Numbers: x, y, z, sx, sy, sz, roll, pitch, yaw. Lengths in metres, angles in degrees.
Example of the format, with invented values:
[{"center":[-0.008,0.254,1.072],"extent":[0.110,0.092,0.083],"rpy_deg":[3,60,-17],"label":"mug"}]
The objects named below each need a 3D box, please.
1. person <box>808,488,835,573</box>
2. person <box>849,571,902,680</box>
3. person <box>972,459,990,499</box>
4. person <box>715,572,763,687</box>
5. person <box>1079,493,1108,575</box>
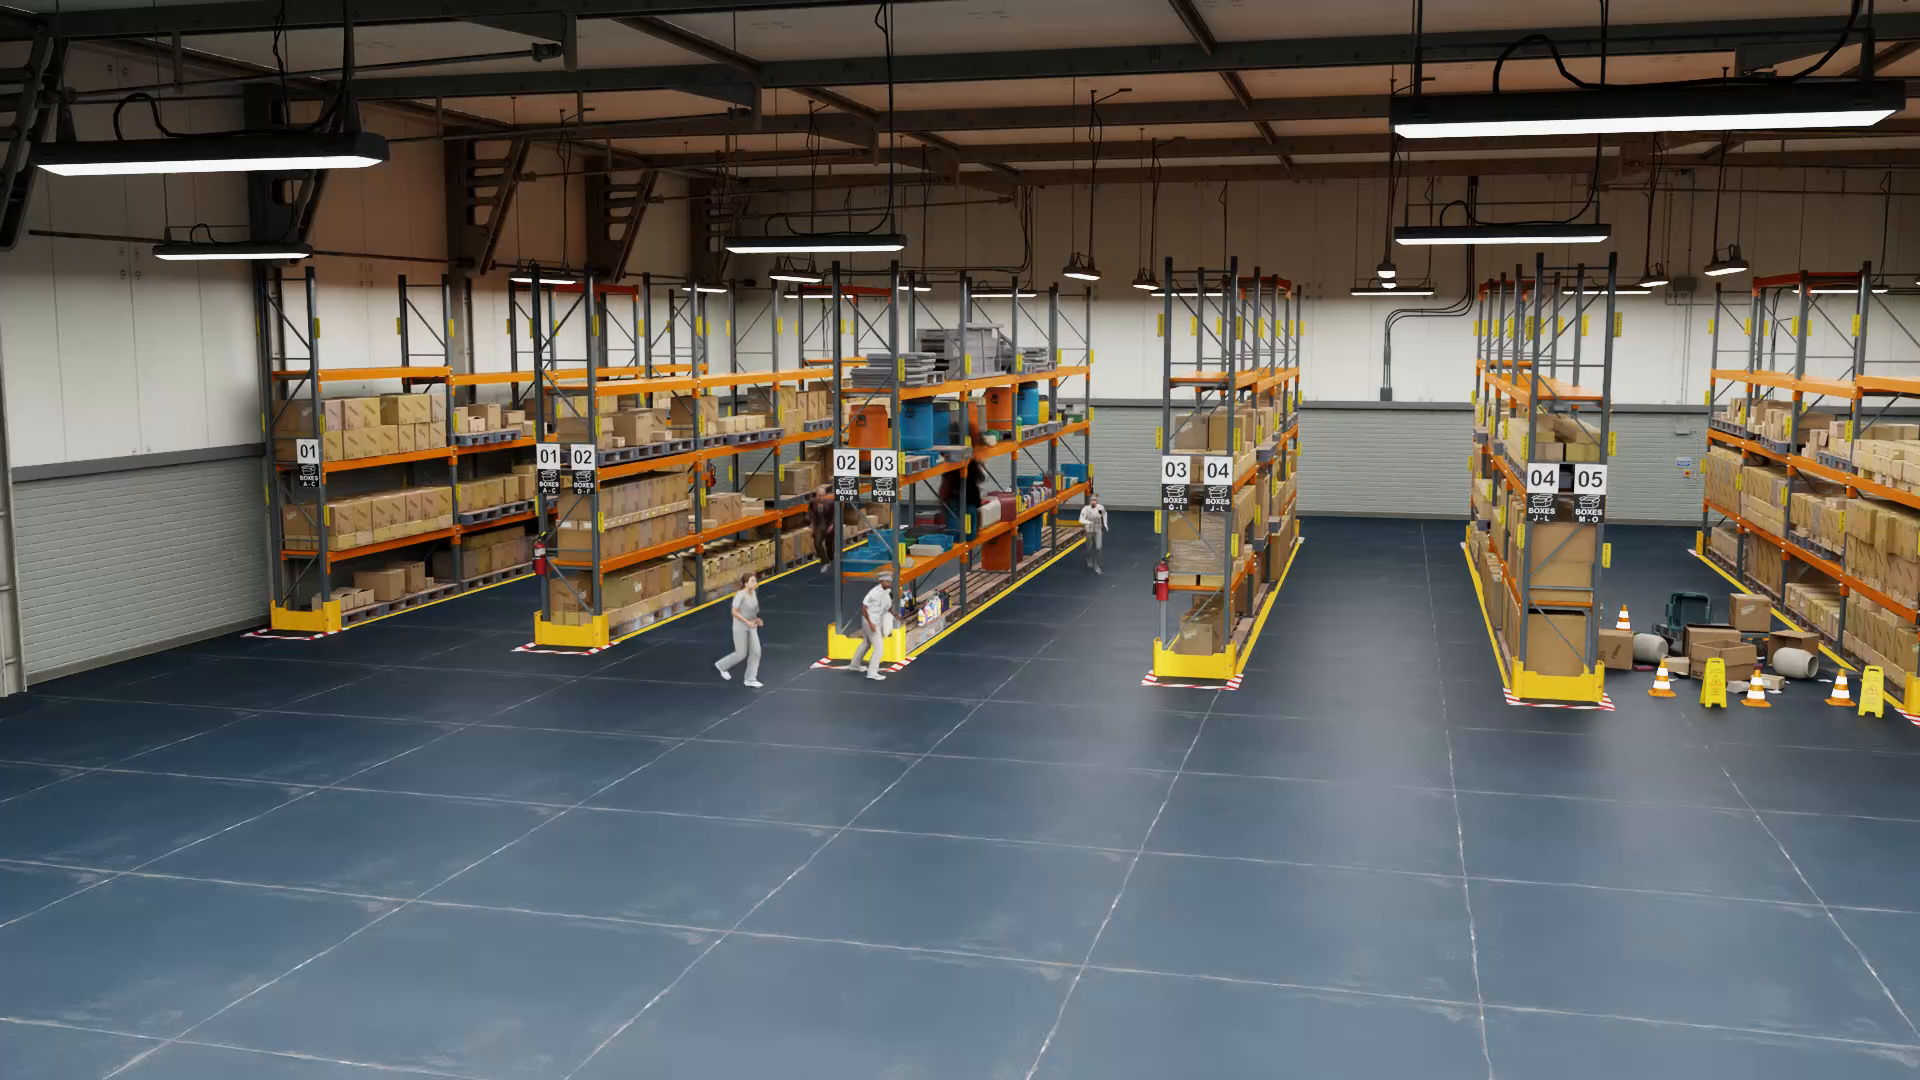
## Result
[{"center":[-2.646,-0.225,32.948],"extent":[0.690,1.678,1.019],"rpy_deg":[1,7,11],"label":"person"},{"center":[-1.240,1.199,23.914],"extent":[0.848,1.596,0.632],"rpy_deg":[2,8,17],"label":"person"},{"center":[0.472,-1.323,42.903],"extent":[0.952,1.740,0.709],"rpy_deg":[6,10,40],"label":"person"},{"center":[-3.105,1.246,23.397],"extent":[0.794,1.623,0.561],"rpy_deg":[5,9,33],"label":"person"},{"center":[2.757,-0.163,34.327],"extent":[0.606,1.659,0.941],"rpy_deg":[0,7,1],"label":"person"}]
